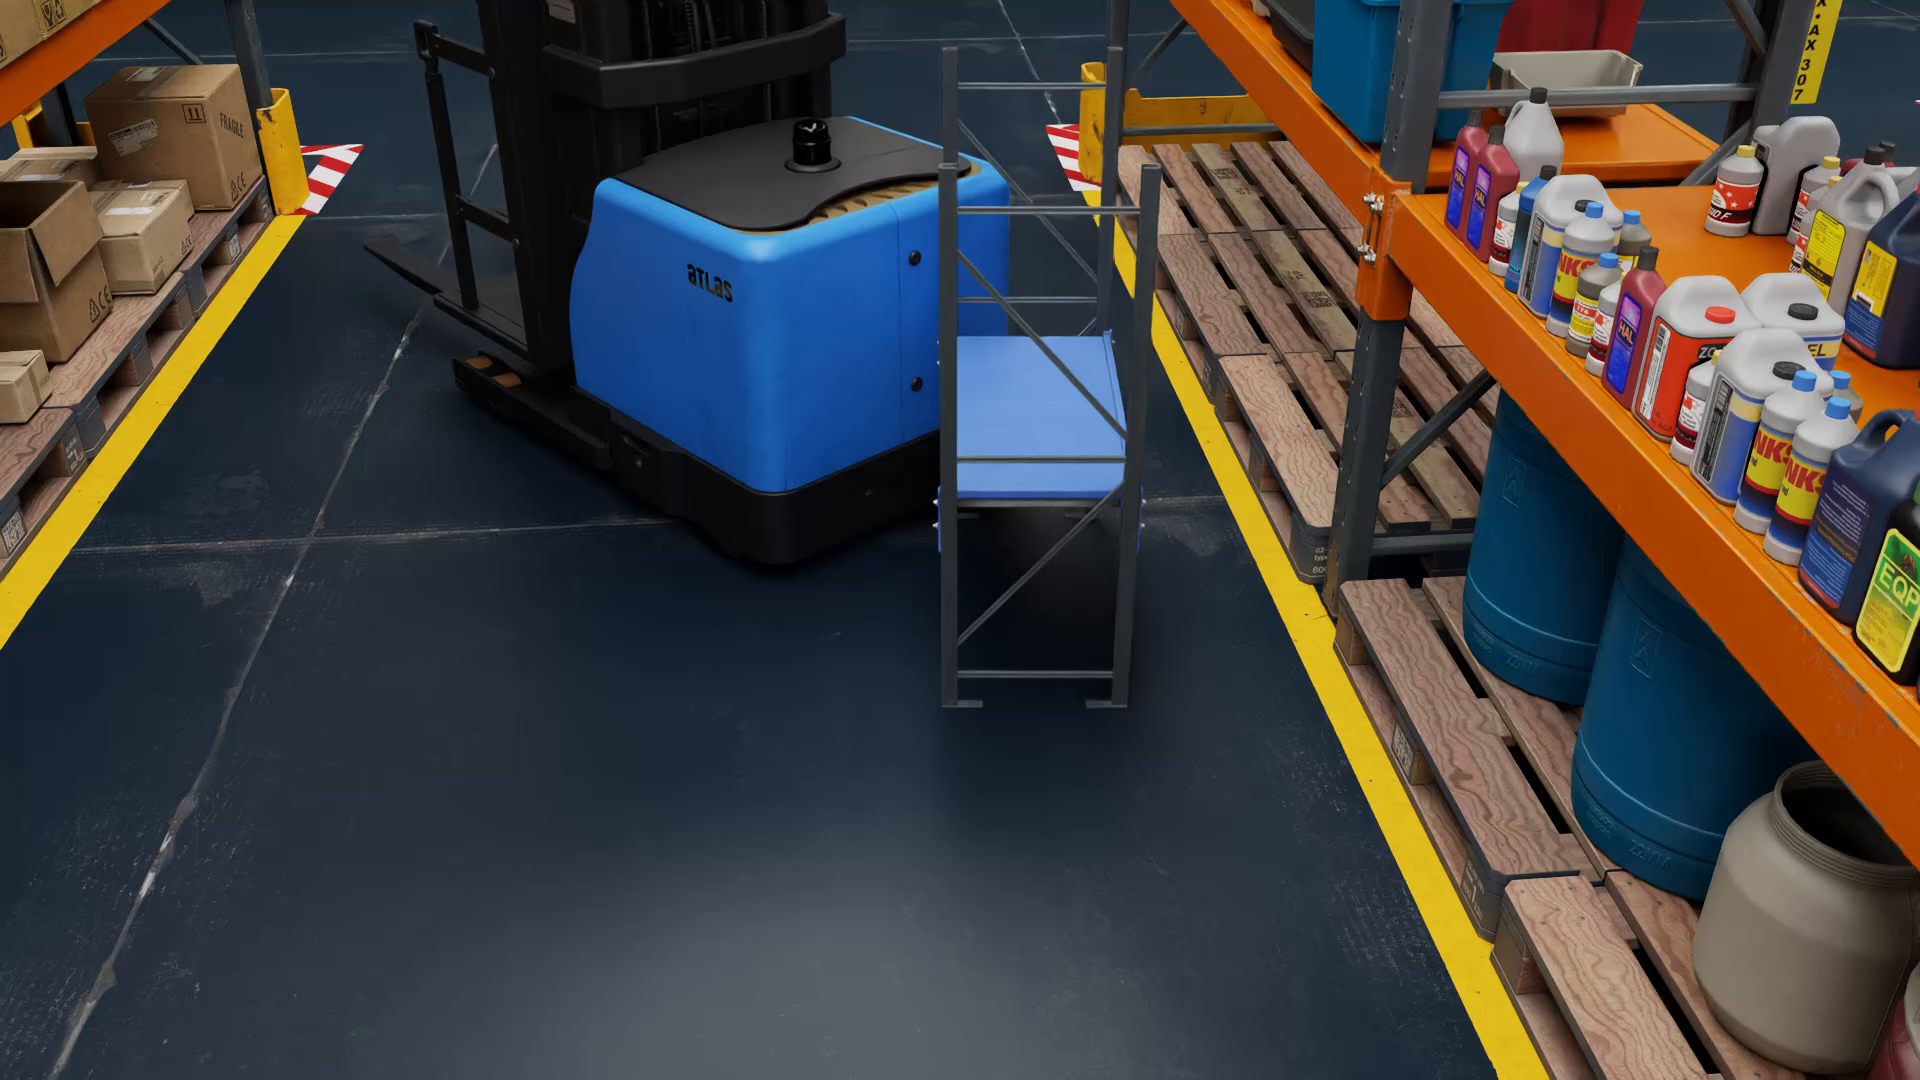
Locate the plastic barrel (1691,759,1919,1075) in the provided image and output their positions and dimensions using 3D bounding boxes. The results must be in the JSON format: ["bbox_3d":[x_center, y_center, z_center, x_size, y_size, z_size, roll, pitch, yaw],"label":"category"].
[{"bbox_3d":[1.644,0.714,3.146,0.421,0.512,0.421,0,31,0],"label":"plastic barrel"}]

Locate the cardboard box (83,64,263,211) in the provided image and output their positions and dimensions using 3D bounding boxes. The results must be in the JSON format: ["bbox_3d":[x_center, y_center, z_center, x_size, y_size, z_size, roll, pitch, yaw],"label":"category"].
[{"bbox_3d":[-3.430,-1.763,7.286,0.500,0.500,0.500,-3,31,-5],"label":"cardboard box"}]

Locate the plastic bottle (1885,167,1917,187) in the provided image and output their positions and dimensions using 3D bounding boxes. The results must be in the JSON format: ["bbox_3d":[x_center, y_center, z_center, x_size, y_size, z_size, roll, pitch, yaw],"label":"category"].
[{"bbox_3d":[1.973,-0.681,3.586,0.152,0.276,0.135,-3,31,-5],"label":"plastic bottle"}]

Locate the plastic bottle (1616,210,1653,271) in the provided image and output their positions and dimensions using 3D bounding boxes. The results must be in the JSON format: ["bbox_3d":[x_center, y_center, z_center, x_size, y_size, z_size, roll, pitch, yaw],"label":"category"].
[{"bbox_3d":[1.401,-0.595,3.516,0.097,0.201,0.097,0,31,0],"label":"plastic bottle"}]

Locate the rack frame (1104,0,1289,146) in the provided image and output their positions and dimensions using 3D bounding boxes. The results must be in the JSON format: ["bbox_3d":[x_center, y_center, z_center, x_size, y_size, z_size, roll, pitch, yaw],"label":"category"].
[{"bbox_3d":[1.206,-3.149,7.597,1.000,3.000,0.127,-3,31,-5],"label":"rack frame"}]

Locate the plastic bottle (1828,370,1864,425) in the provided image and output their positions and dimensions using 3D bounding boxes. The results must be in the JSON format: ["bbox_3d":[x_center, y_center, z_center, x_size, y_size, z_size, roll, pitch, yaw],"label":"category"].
[{"bbox_3d":[1.475,-0.191,2.839,0.097,0.201,0.097,0,31,0],"label":"plastic bottle"}]

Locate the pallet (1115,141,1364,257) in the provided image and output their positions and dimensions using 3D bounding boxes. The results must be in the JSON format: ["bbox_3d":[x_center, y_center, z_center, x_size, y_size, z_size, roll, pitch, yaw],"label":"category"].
[{"bbox_3d":[1.245,-1.529,7.604,1.003,0.211,1.213,-3,31,-5],"label":"pallet"}]

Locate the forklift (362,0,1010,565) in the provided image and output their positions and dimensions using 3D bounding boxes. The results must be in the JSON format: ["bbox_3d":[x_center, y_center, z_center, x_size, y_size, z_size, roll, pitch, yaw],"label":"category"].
[{"bbox_3d":[-1.201,-1.851,5.490,1.130,2.935,3.031,-26,39,-36],"label":"forklift"}]

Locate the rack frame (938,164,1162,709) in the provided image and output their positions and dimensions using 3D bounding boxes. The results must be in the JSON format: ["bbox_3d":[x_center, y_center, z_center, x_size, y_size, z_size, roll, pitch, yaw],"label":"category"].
[{"bbox_3d":[0.201,-0.195,4.115,0.500,1.500,0.032,0,31,0],"label":"rack frame"}]

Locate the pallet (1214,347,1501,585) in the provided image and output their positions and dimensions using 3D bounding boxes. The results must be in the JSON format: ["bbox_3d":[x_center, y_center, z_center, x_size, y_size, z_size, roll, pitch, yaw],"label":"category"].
[{"bbox_3d":[1.473,-0.283,5.518,1.003,0.211,1.213,-3,31,-5],"label":"pallet"}]

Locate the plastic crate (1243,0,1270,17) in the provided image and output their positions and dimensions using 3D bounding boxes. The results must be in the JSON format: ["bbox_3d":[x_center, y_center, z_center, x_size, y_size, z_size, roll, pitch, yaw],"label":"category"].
[{"bbox_3d":[1.118,-1.894,5.694,0.293,0.136,0.466,-3,31,-5],"label":"plastic crate"}]

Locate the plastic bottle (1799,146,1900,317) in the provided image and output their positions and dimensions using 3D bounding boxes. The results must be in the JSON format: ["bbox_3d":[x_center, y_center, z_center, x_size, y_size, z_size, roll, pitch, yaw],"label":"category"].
[{"bbox_3d":[1.848,-0.625,3.419,0.144,0.351,0.185,-3,31,-5],"label":"plastic bottle"}]

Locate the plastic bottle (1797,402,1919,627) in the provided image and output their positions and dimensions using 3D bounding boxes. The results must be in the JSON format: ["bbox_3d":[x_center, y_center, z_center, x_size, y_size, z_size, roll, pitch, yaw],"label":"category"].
[{"bbox_3d":[1.381,-0.059,2.471,0.144,0.351,0.185,-3,31,-5],"label":"plastic bottle"}]

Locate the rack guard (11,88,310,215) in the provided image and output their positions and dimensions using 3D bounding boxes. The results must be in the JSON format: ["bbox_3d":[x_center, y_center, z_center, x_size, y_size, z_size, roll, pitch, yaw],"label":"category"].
[{"bbox_3d":[-3.719,-1.802,7.779,1.175,0.500,0.348,-3,31,-5],"label":"rack guard"}]

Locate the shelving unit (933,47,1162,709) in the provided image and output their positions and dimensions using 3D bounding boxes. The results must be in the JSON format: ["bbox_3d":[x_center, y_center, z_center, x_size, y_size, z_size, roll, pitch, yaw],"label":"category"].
[{"bbox_3d":[0.202,-0.456,4.551,0.538,1.500,1.048,0,31,0],"label":"shelving unit"}]

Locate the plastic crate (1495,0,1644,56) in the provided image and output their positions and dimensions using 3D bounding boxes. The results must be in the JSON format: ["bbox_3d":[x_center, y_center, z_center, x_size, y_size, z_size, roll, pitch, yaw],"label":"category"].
[{"bbox_3d":[1.746,-1.628,4.929,0.402,0.464,0.583,-3,31,-5],"label":"plastic crate"}]

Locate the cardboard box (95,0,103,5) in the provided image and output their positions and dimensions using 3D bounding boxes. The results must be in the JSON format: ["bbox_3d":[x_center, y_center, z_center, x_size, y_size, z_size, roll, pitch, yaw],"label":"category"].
[{"bbox_3d":[-3.320,-2.221,5.946,0.500,0.500,0.500,-3,31,-4],"label":"cardboard box"}]

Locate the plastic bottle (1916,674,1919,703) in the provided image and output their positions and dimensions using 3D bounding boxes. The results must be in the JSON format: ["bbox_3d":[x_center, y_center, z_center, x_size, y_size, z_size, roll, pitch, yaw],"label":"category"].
[{"bbox_3d":[1.411,0.104,2.199,0.144,0.351,0.185,-3,31,-5],"label":"plastic bottle"}]

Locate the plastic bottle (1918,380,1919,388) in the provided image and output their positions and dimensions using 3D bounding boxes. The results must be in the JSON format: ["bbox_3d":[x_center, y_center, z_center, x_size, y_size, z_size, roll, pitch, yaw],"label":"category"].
[{"bbox_3d":[1.898,-0.406,3.130,0.097,0.271,0.097,0,31,0],"label":"plastic bottle"}]

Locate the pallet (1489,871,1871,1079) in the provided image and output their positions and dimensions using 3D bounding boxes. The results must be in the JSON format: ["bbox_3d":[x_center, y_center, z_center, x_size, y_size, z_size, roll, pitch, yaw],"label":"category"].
[{"bbox_3d":[1.728,1.111,3.185,1.003,0.211,1.213,-3,31,-5],"label":"pallet"}]

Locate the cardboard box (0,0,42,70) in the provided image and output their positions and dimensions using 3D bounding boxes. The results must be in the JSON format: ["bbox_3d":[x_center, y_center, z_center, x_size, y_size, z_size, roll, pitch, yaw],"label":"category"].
[{"bbox_3d":[-3.224,-1.704,5.081,0.500,0.500,0.500,-3,31,-5],"label":"cardboard box"}]

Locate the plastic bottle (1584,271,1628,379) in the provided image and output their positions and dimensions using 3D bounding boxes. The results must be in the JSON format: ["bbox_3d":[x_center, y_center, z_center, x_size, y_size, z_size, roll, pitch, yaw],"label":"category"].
[{"bbox_3d":[1.280,-0.420,3.222,0.097,0.201,0.097,0,31,0],"label":"plastic bottle"}]

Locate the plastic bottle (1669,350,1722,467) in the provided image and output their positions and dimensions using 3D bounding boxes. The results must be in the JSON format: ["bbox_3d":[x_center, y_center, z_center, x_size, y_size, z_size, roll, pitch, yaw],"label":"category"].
[{"bbox_3d":[1.314,-0.234,2.910,0.097,0.201,0.097,0,31,0],"label":"plastic bottle"}]

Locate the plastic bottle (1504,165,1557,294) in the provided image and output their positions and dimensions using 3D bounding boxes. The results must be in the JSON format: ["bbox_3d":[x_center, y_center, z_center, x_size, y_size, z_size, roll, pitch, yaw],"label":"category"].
[{"bbox_3d":[1.240,-0.668,3.569,0.097,0.271,0.097,0,31,0],"label":"plastic bottle"}]

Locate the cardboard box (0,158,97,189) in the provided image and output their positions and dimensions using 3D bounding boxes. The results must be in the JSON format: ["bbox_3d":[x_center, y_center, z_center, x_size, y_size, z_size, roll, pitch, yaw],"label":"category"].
[{"bbox_3d":[-3.911,-1.375,6.880,0.500,0.250,0.500,-3,31,-5],"label":"cardboard box"}]

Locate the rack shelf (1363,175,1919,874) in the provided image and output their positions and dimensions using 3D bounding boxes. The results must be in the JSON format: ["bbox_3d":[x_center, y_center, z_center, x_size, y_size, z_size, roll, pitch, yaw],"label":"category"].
[{"bbox_3d":[1.767,0.223,2.653,1.077,0.370,4.000,-3,31,-5],"label":"rack shelf"}]

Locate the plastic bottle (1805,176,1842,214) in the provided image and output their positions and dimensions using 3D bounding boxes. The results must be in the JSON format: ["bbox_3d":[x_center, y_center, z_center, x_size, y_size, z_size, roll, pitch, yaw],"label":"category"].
[{"bbox_3d":[1.929,-0.707,3.702,0.097,0.201,0.097,0,31,0],"label":"plastic bottle"}]

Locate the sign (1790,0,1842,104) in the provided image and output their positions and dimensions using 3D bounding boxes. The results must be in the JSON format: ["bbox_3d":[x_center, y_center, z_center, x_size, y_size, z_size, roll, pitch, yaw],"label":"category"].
[{"bbox_3d":[2.128,-1.251,4.149,0.100,0.325,0.005,-3,31,-5],"label":"sign"}]

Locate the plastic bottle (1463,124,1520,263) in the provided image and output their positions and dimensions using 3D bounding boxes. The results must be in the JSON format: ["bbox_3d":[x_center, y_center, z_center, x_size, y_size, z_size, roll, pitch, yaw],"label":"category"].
[{"bbox_3d":[1.202,-0.781,3.746,0.061,0.283,0.133,-3,31,-5],"label":"plastic bottle"}]

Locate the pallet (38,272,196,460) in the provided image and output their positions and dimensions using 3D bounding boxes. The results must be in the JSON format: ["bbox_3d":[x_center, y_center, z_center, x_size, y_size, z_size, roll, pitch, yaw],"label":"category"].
[{"bbox_3d":[-3.532,-0.649,6.131,1.003,0.211,1.213,-3,31,-5],"label":"pallet"}]

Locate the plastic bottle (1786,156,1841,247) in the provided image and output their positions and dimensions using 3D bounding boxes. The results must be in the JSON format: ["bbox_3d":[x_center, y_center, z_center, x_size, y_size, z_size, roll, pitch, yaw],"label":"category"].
[{"bbox_3d":[1.977,-0.778,3.821,0.097,0.201,0.097,0,31,0],"label":"plastic bottle"}]

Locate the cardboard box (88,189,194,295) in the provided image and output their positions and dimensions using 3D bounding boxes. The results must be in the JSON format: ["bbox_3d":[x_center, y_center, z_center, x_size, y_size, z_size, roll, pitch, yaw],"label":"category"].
[{"bbox_3d":[-3.371,-1.170,6.535,0.500,0.250,0.500,-3,31,-5],"label":"cardboard box"}]

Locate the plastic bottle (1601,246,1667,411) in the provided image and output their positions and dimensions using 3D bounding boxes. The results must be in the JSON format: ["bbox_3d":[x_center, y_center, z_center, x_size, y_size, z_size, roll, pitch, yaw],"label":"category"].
[{"bbox_3d":[1.273,-0.395,3.101,0.061,0.283,0.133,-3,31,-5],"label":"plastic bottle"}]

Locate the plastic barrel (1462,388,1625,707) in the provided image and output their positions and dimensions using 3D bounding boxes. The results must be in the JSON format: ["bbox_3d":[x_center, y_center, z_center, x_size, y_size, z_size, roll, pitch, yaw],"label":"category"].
[{"bbox_3d":[1.614,-0.108,4.142,0.600,0.901,0.708,-3,31,-5],"label":"plastic barrel"}]

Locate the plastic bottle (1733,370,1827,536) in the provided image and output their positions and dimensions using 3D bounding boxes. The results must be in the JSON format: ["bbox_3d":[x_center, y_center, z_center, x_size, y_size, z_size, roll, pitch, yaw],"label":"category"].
[{"bbox_3d":[1.336,-0.145,2.693,0.097,0.271,0.097,0,31,0],"label":"plastic bottle"}]

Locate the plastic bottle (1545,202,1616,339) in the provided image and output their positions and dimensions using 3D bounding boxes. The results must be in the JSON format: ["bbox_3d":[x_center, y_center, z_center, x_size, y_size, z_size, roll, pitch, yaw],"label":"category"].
[{"bbox_3d":[1.262,-0.550,3.370,0.097,0.271,0.097,0,31,0],"label":"plastic bottle"}]

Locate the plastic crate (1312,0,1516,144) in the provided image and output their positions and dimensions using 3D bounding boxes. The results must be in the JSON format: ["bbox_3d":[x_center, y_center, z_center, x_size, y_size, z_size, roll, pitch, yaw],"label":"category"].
[{"bbox_3d":[1.197,-1.348,4.538,0.392,0.384,0.575,-3,31,-5],"label":"plastic crate"}]
